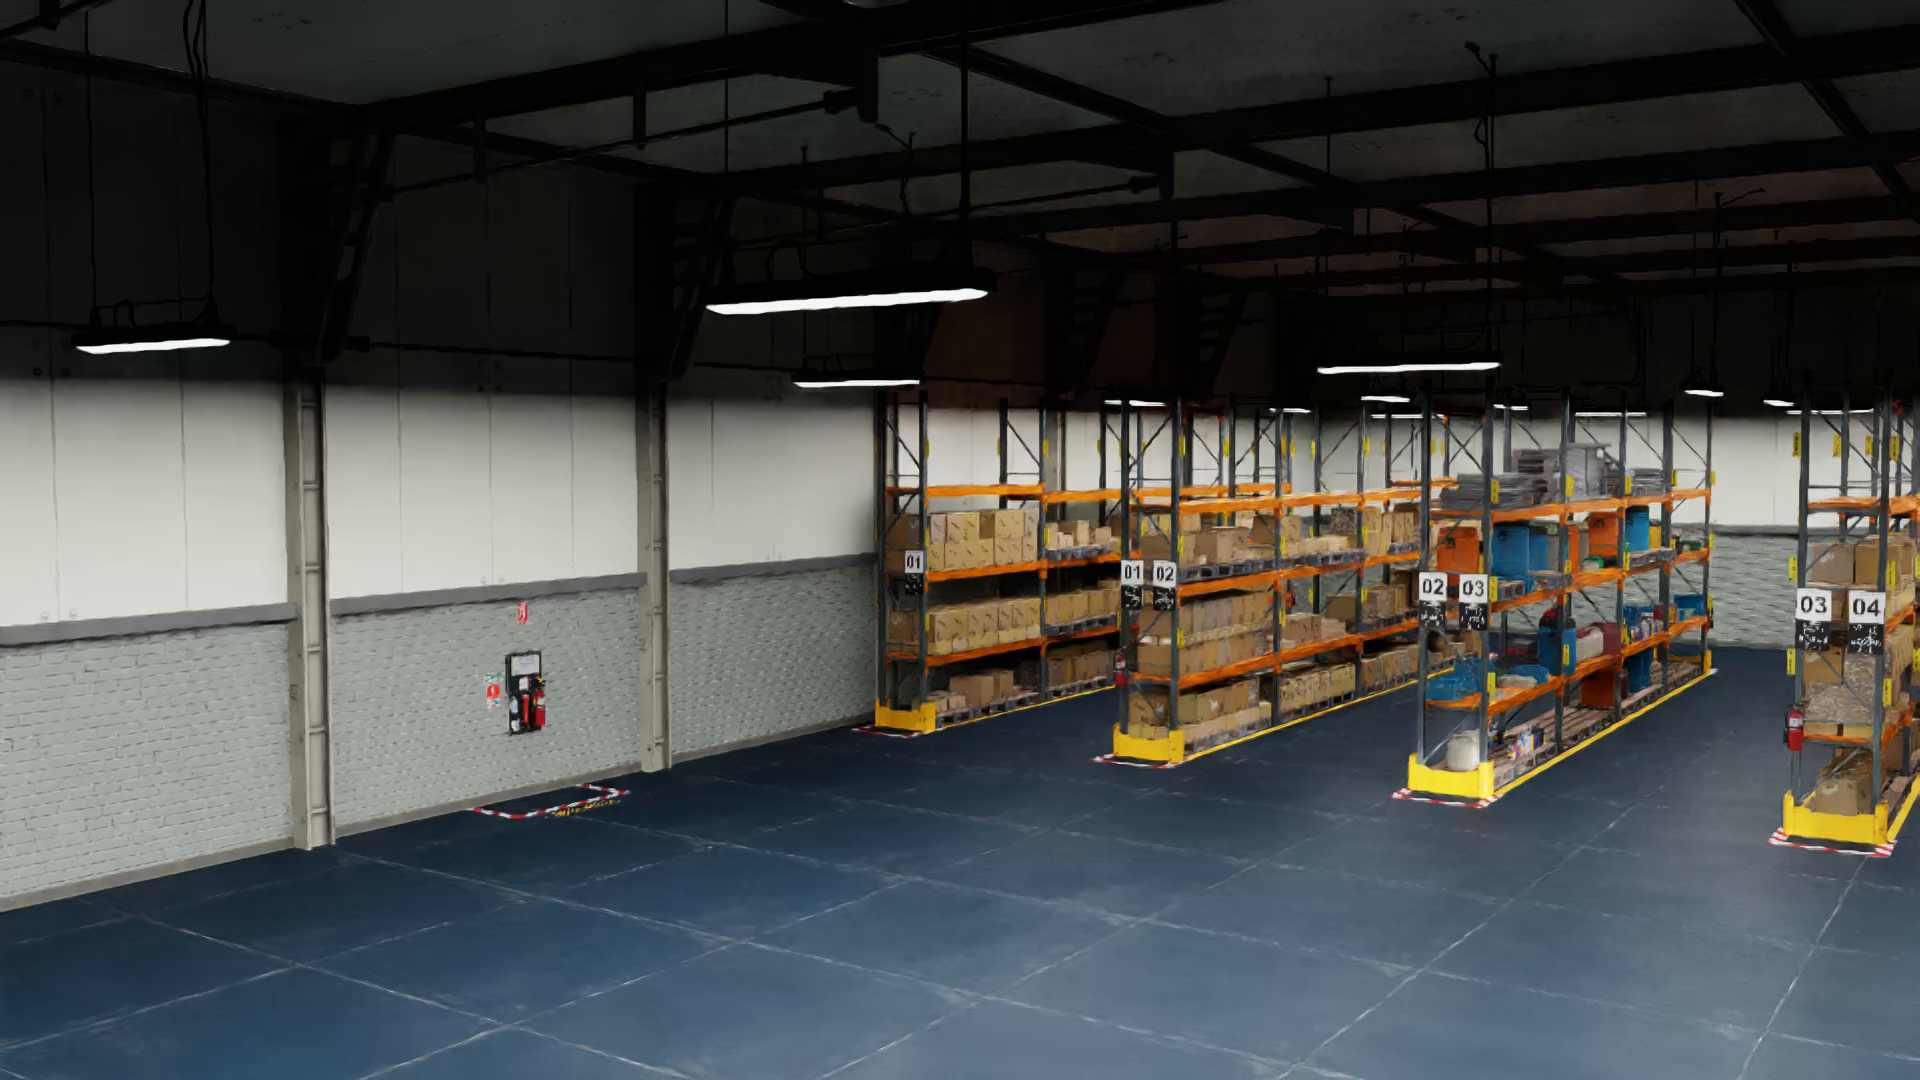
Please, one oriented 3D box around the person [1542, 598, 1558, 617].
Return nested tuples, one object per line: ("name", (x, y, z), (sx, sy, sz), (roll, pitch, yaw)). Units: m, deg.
("person", (13.268, 2.117, 36.993), (0.682, 1.676, 0.521), (2, 4, 32))
